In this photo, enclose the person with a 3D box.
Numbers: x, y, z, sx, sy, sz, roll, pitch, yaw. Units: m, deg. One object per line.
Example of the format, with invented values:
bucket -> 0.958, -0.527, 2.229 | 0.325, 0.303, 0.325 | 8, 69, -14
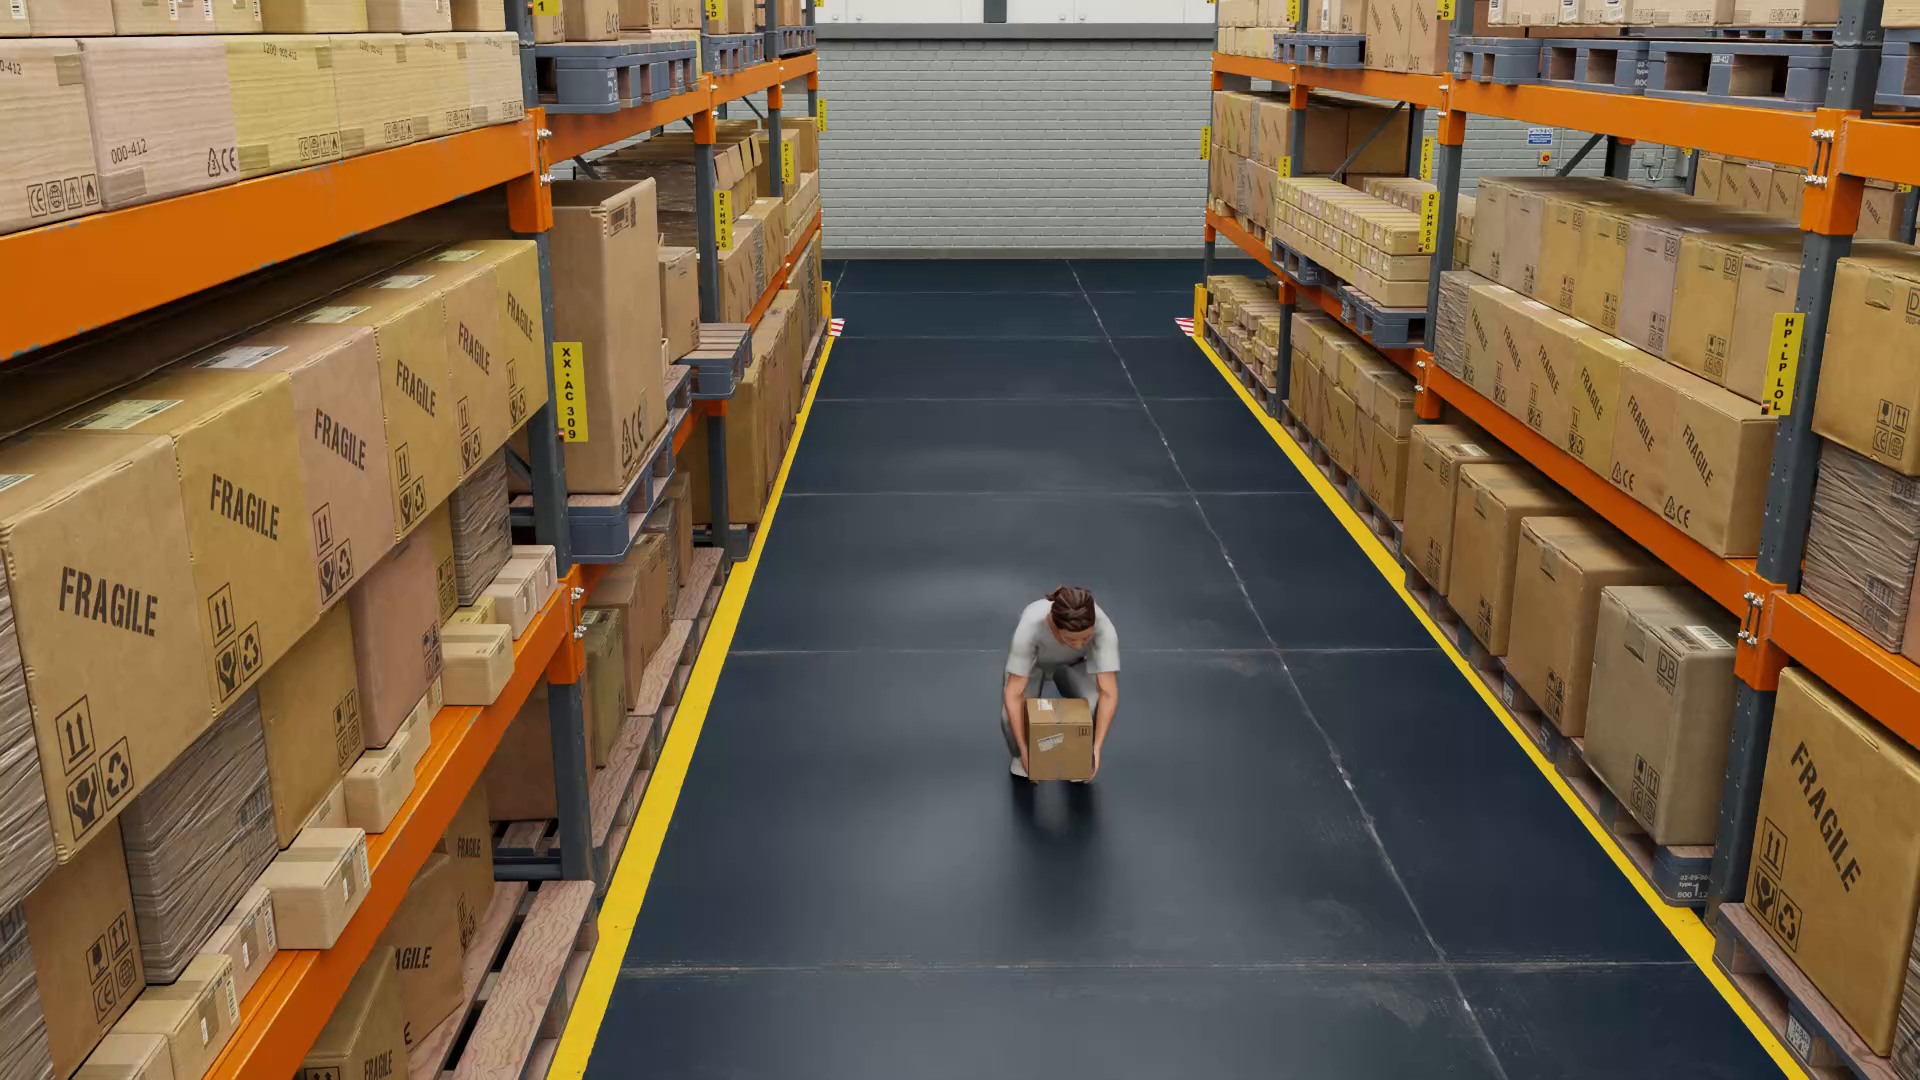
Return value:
person -> 0.412, 0.571, 6.962 | 0.491, 0.936, 0.793 | 0, 17, -1
